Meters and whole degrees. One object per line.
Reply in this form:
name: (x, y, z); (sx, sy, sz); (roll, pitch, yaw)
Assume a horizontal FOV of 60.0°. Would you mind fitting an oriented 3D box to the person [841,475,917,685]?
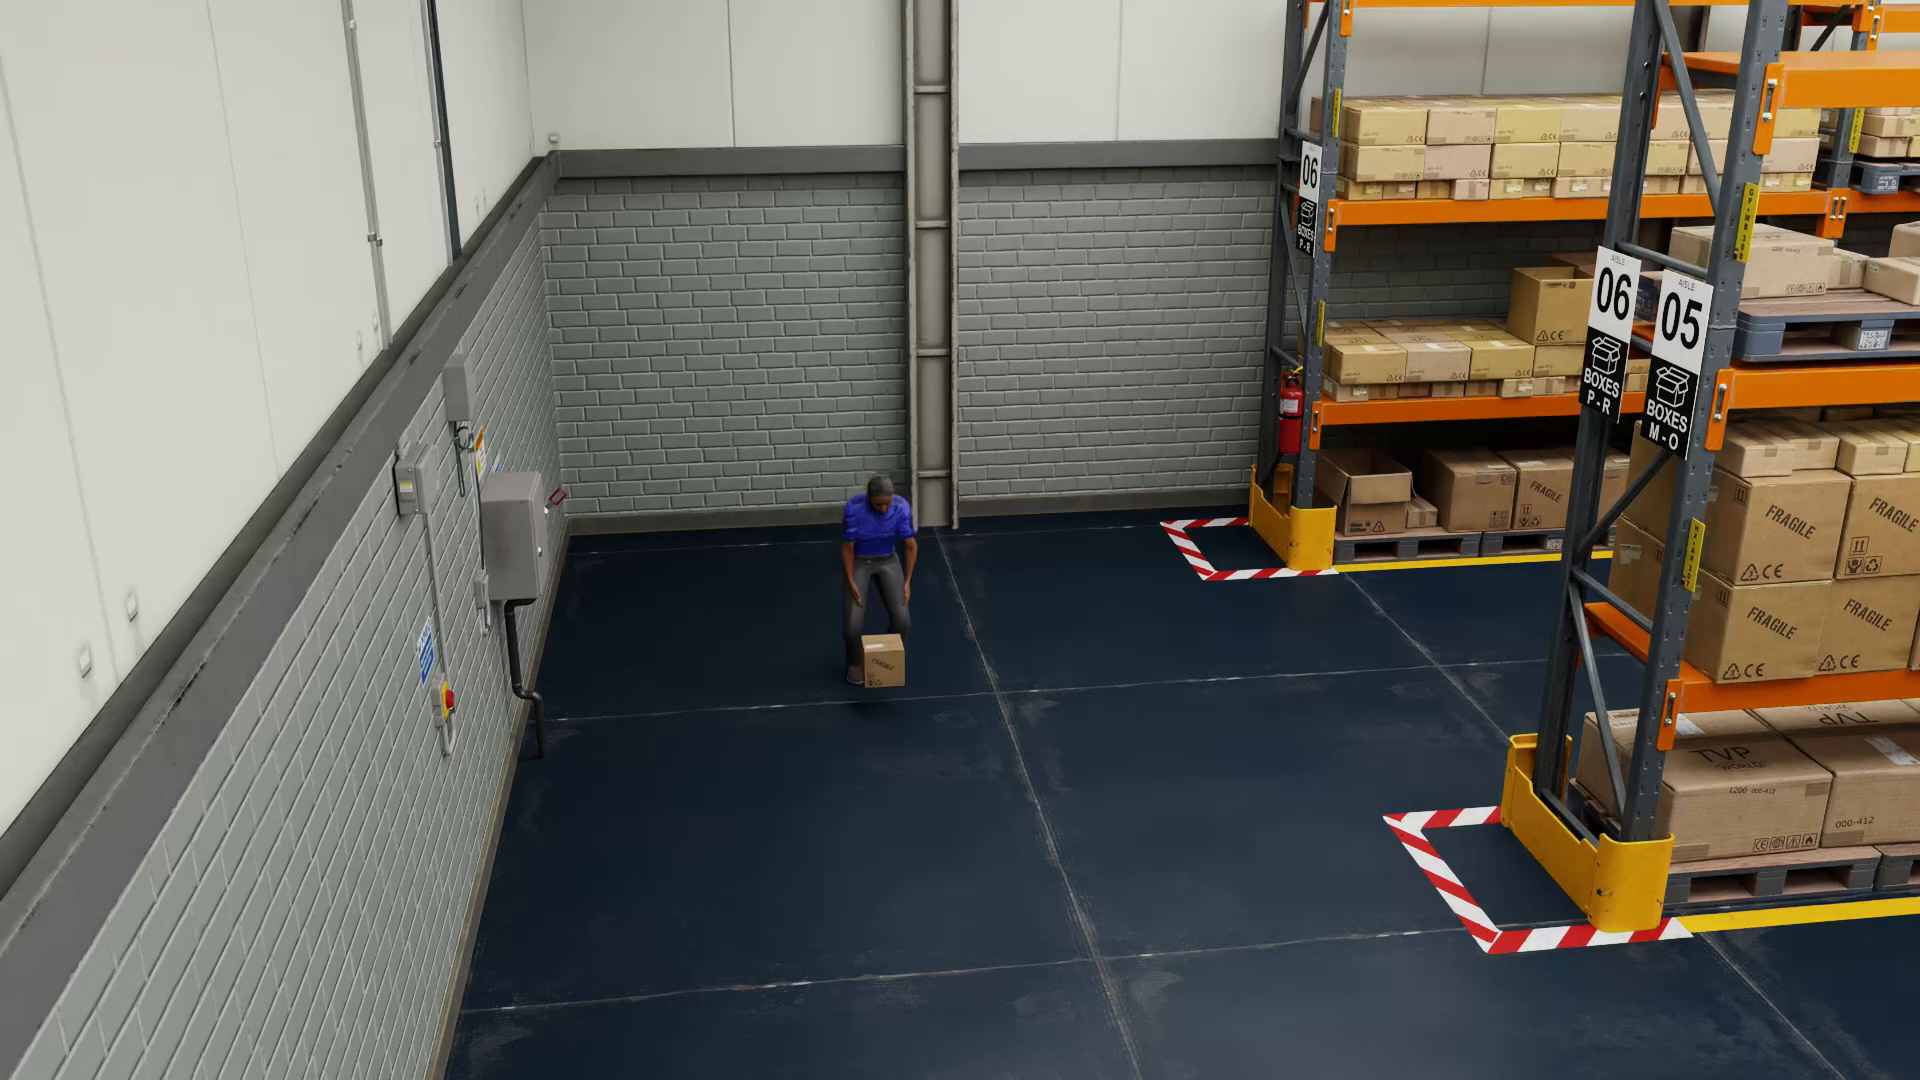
person: (-0.525, 0.226, 10.767); (0.490, 1.465, 0.556); (-3, 20, -7)
